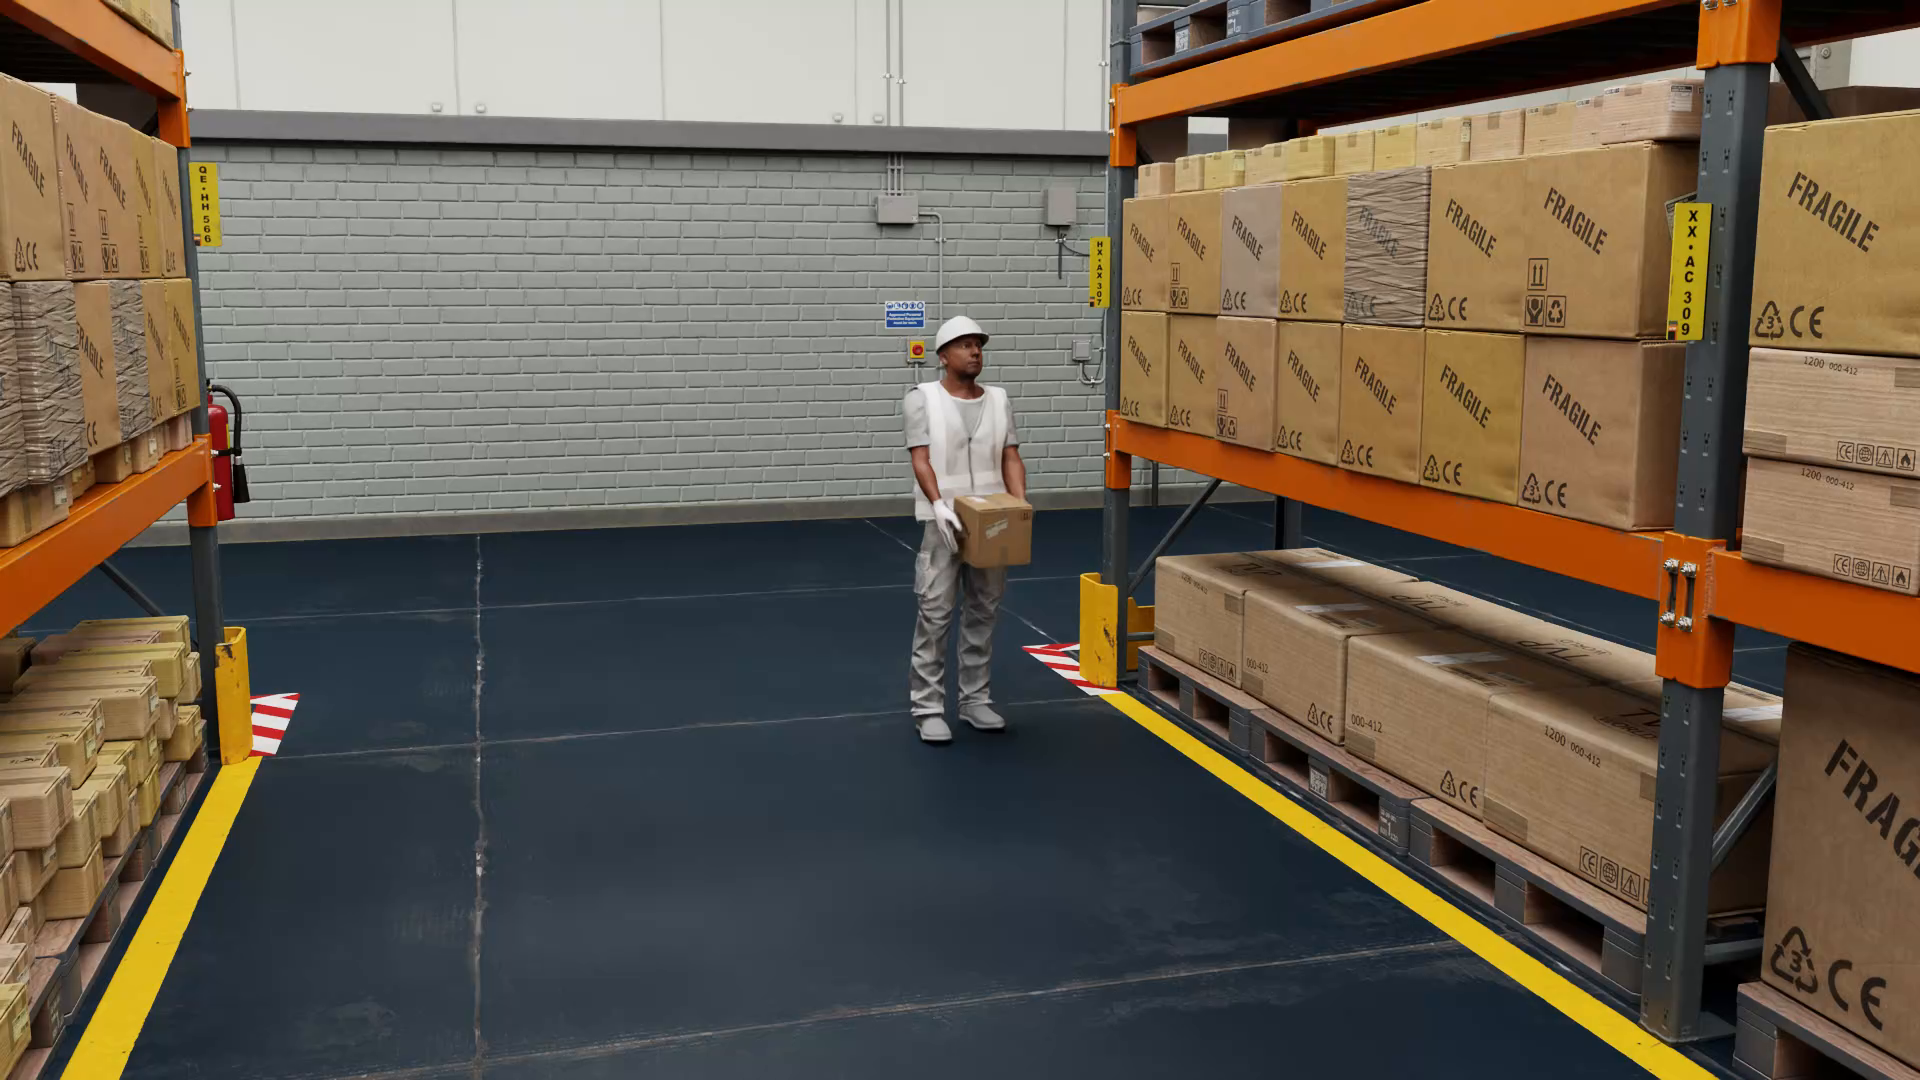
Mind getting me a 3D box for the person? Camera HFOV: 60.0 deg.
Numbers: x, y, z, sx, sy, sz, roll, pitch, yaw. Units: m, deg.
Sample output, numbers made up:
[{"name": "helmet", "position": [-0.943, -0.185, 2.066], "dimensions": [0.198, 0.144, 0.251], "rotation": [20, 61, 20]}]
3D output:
[{"name": "person", "position": [0.029, -0.062, 7.171], "dimensions": [0.554, 1.786, 0.531], "rotation": [-4, 10, -23]}]
